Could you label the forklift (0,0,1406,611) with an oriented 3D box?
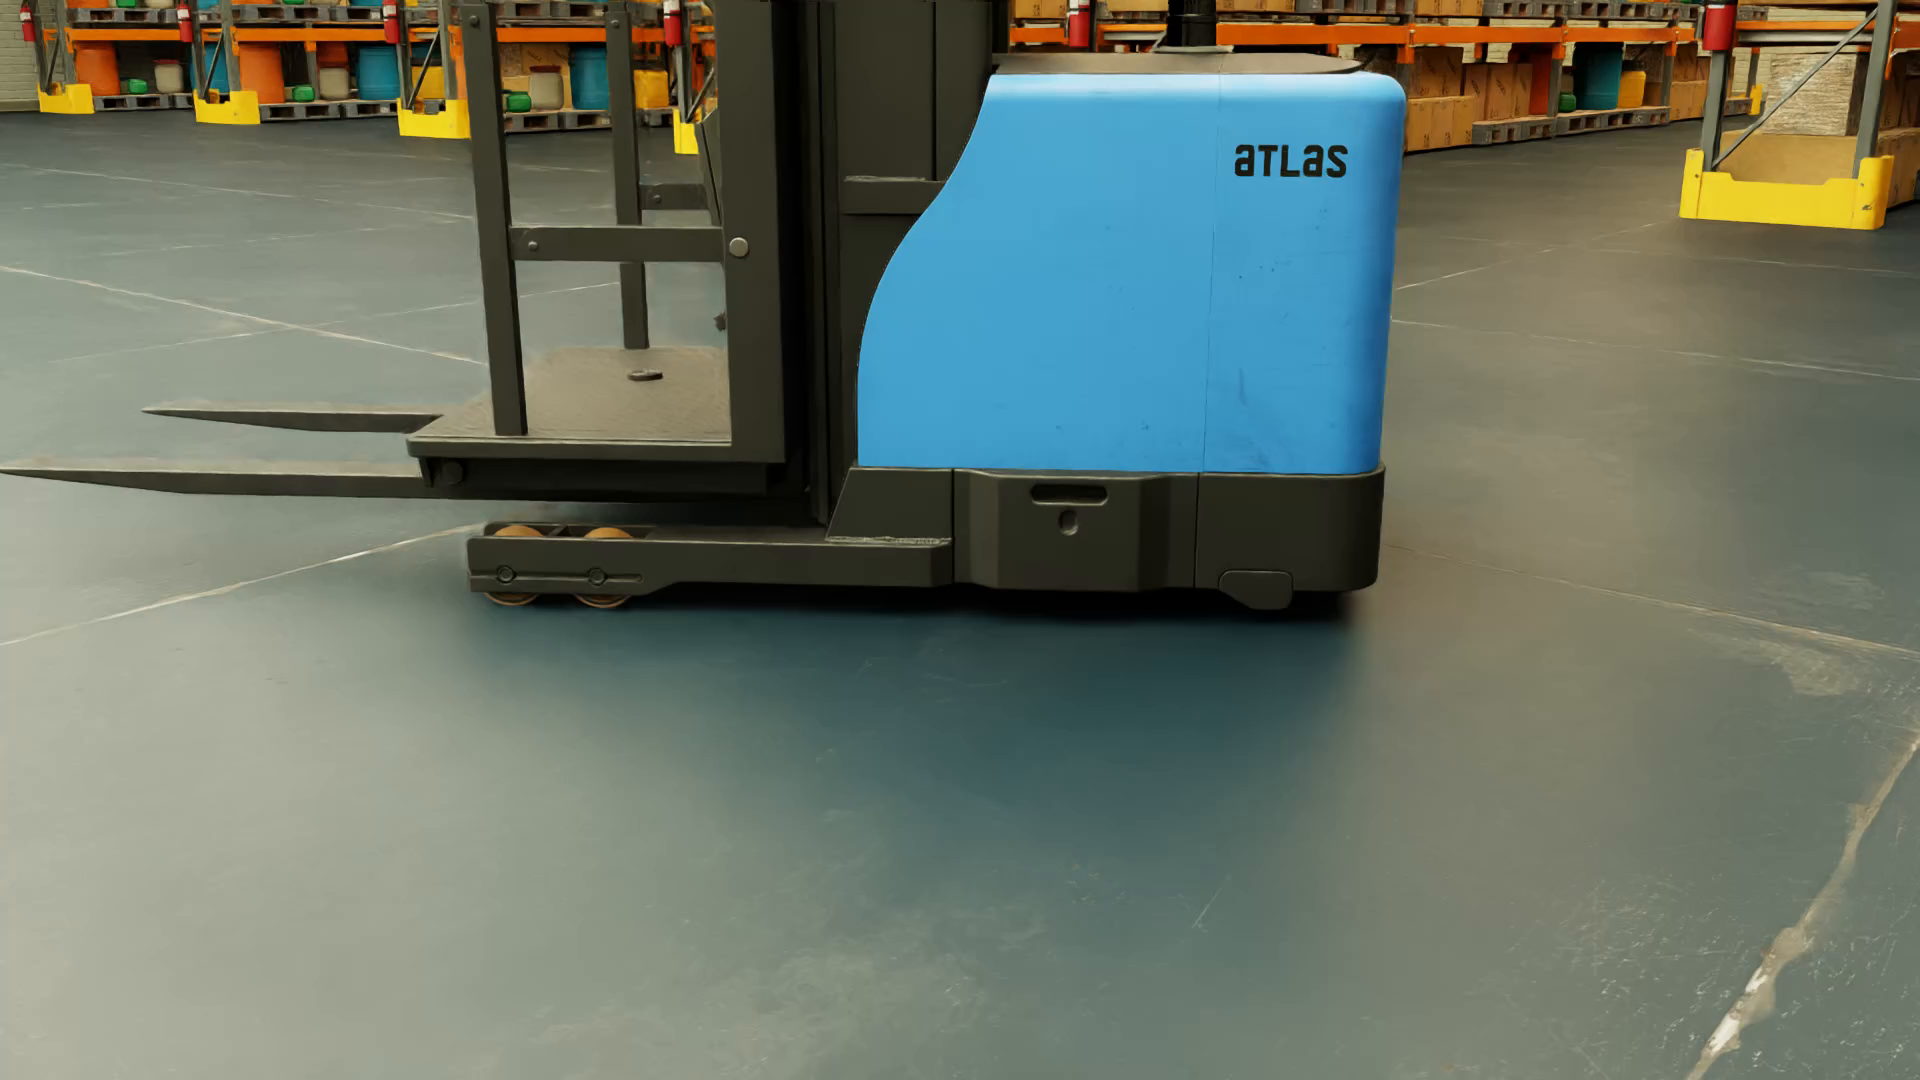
[{"bbox_3d":[-0.619,-1.411,3.544,3.031,2.935,1.130,1,17,4],"label":"forklift"}]
